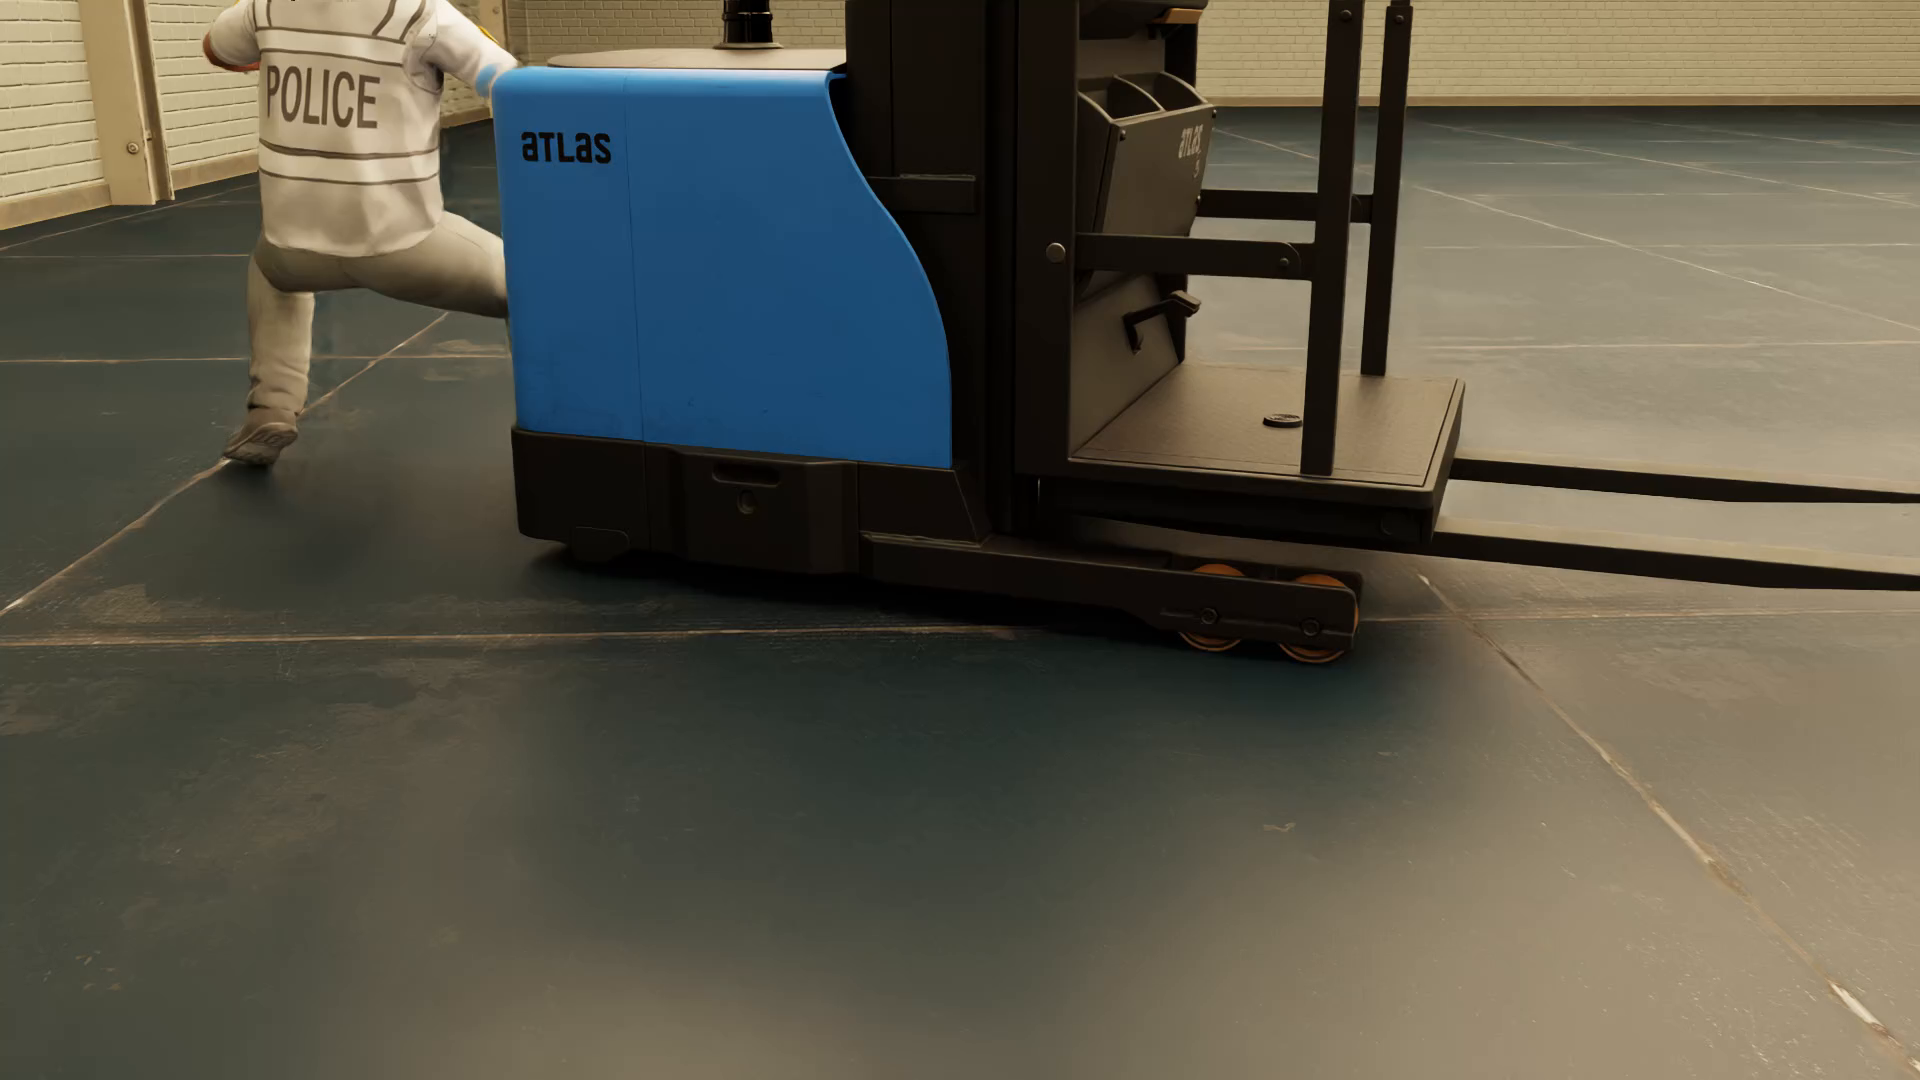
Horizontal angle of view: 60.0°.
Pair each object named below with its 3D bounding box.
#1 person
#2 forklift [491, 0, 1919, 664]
[{"bbox_3d":[-1.475,-0.915,4.321,1.067,1.514,0.760,3,17,10],"label":"person"},{"bbox_3d":[0.576,-1.343,3.296,3.031,2.935,1.130,6,18,18],"label":"forklift"}]
